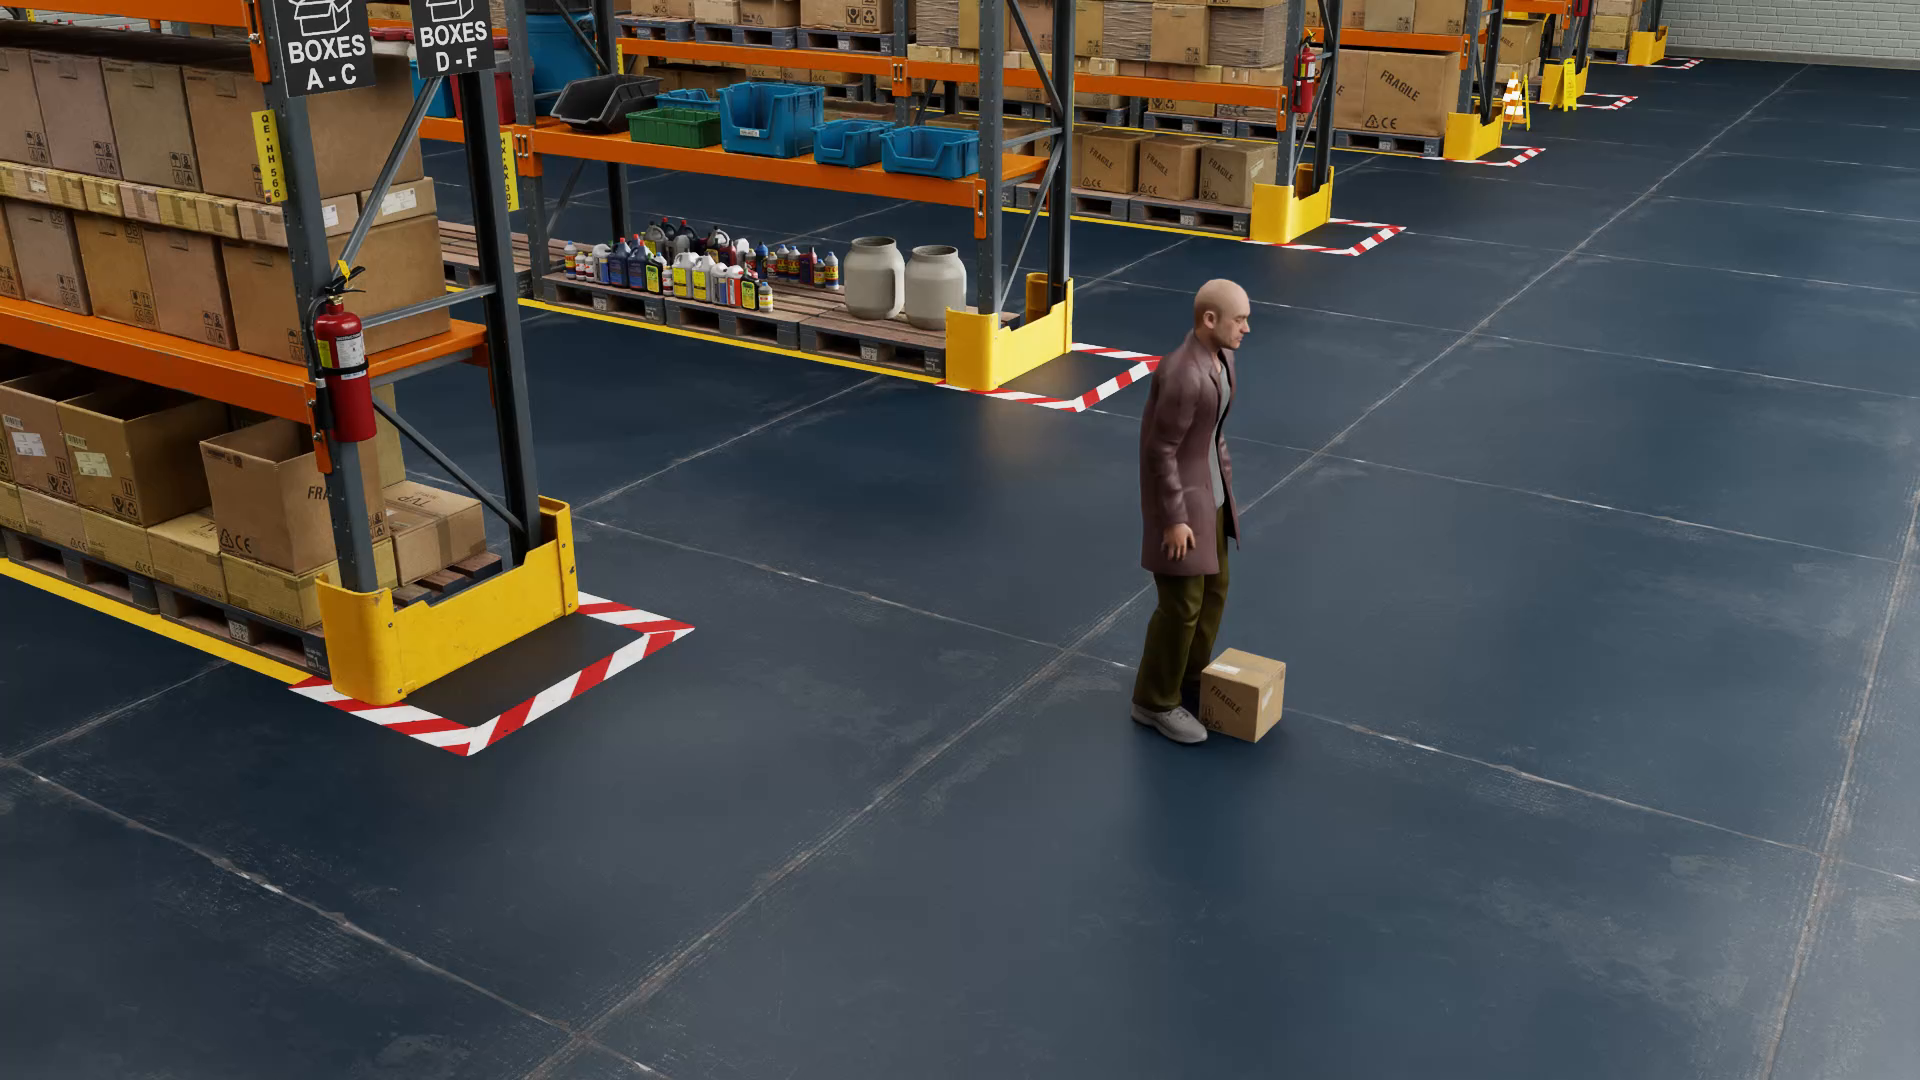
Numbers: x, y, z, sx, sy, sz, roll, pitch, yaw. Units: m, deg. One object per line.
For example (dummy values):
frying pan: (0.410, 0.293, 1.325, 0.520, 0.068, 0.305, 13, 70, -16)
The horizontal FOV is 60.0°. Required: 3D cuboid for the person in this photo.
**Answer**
person: (0.909, -0.138, 6.444, 0.429, 1.772, 0.645, 12, 26, 26)
